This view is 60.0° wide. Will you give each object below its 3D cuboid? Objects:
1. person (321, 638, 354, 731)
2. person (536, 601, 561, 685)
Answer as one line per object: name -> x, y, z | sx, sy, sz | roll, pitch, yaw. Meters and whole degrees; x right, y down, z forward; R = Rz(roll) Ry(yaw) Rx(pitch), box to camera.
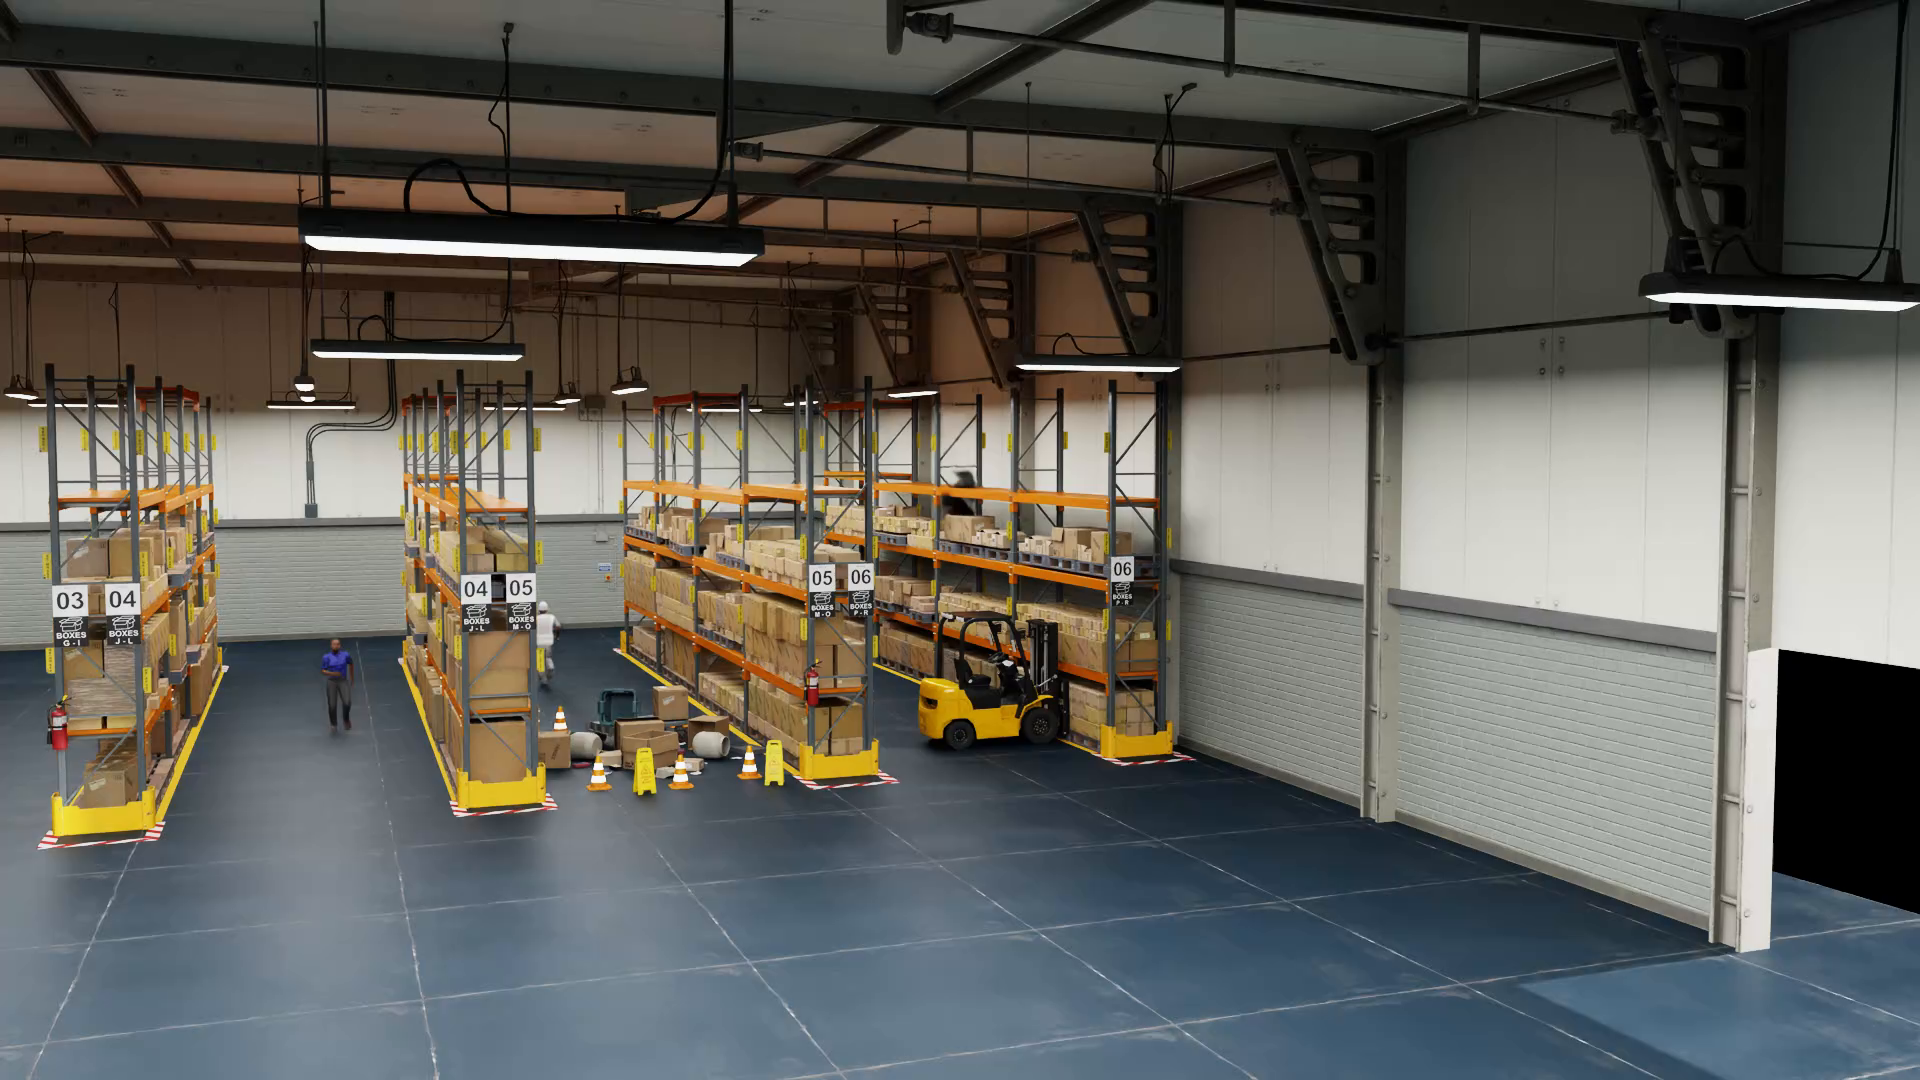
person -> -10.698, 2.508, 28.649 | 0.569, 1.616, 0.655 | -2, 4, -29
person -> -8.606, 2.139, 34.363 | 0.699, 1.744, 0.596 | -2, 4, -24
